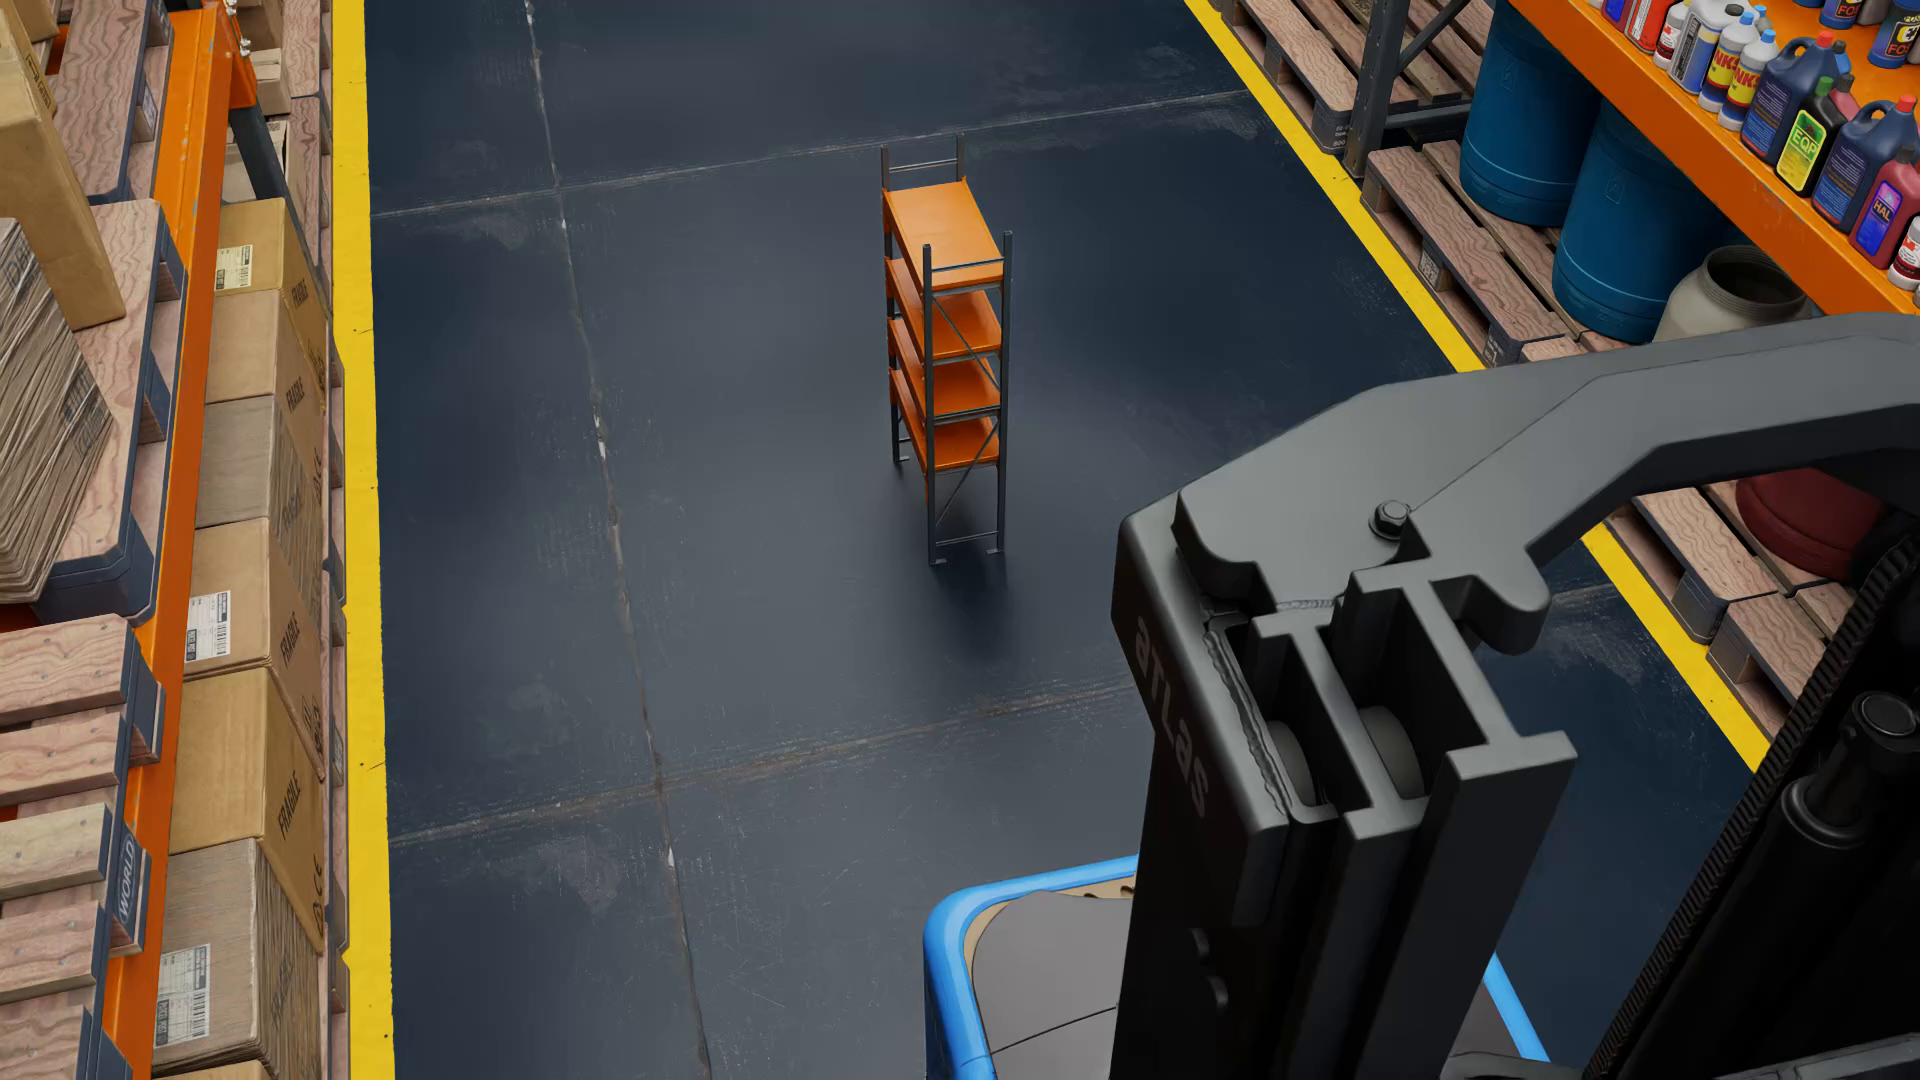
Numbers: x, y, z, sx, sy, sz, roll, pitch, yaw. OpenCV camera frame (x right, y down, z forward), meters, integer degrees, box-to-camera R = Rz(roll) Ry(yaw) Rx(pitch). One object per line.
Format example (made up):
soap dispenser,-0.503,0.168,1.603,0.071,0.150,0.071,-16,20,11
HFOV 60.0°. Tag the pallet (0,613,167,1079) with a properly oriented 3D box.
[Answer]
pallet,-1.961,0.656,2.641,1.213,0.211,1.003,-11,47,-10

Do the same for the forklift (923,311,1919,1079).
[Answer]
forklift,0.741,1.342,1.883,1.130,2.935,3.031,-9,46,-9

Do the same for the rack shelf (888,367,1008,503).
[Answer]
rack shelf,-0.042,-0.348,5.123,0.258,0.148,0.480,-11,47,-10

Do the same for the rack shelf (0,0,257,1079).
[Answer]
rack shelf,-2.232,-0.085,3.737,1.077,0.370,4.000,-11,47,-10

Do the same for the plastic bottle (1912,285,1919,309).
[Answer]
plastic bottle,2.333,-0.636,3.913,0.097,0.201,0.097,0,46,0

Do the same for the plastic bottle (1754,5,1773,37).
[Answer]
plastic bottle,2.208,-1.398,4.659,0.097,0.201,0.097,0,46,0

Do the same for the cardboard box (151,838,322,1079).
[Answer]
cardboard box,-1.699,1.038,3.575,0.500,0.500,0.500,-12,47,-12

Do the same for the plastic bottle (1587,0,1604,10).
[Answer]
plastic bottle,1.943,-1.690,4.945,0.097,0.201,0.097,0,46,0

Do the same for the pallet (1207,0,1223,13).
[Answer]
pallet,1.504,-2.989,8.032,1.003,0.211,1.213,-11,47,-10

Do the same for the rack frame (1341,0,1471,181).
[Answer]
rack frame,2.046,-2.621,5.718,1.000,3.000,0.127,-11,47,-10

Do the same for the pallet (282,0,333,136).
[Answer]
pallet,-3.234,-2.060,7.121,1.003,0.211,1.213,-11,47,-10

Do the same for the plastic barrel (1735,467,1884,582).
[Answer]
plastic barrel,2.639,-0.276,4.815,0.600,0.588,0.708,-11,47,-10

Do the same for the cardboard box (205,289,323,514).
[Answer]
cardboard box,-2.222,-0.366,4.950,0.500,0.500,0.500,-11,47,-10

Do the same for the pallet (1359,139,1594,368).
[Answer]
pallet,2.203,-1.104,6.184,1.003,0.211,1.213,-11,47,-10

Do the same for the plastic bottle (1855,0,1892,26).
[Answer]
plastic bottle,2.716,-1.671,4.874,0.152,0.276,0.135,-11,47,-10

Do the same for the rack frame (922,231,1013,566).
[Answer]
rack frame,0.020,-0.366,4.768,0.240,1.200,0.015,-11,47,-10

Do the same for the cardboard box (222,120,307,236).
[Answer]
cardboard box,-2.642,-1.260,5.959,0.500,0.311,0.500,-11,47,-10

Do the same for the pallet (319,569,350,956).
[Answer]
pallet,-2.183,0.657,4.458,1.003,0.211,1.213,-11,47,-10

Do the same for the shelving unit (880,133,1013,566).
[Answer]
shelving unit,-0.042,-0.534,4.933,0.258,1.200,0.503,-11,47,-10

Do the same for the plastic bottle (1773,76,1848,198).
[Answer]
plastic bottle,2.180,-1.028,4.239,0.061,0.283,0.133,-11,47,-10

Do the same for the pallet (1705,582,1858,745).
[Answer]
pallet,2.828,0.580,4.534,1.003,0.211,1.213,-11,47,-10

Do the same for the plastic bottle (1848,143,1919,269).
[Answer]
plastic bottle,2.261,-0.809,4.024,0.061,0.283,0.133,-11,47,-10

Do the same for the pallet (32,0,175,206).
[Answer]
pallet,-2.645,-1.079,4.341,1.003,0.211,1.213,-11,47,-10

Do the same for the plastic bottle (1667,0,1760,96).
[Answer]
plastic bottle,2.092,-1.389,4.597,0.152,0.276,0.135,-11,47,-10

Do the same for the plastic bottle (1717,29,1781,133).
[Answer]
plastic bottle,2.120,-1.235,4.450,0.097,0.271,0.097,0,46,0

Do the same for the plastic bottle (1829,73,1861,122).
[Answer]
plastic bottle,2.238,-1.039,4.250,0.061,0.283,0.133,-11,47,-10

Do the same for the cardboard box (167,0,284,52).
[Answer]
cardboard box,-3.230,-2.294,6.838,0.797,0.503,0.637,-11,47,-10

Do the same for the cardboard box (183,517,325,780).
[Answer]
cardboard box,-1.961,0.331,4.267,0.500,0.500,0.500,-12,47,-12

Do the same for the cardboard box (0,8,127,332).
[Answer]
cardboard box,-2.232,-0.691,3.463,0.700,0.500,0.500,-22,50,-20

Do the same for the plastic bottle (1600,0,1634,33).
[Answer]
plastic bottle,1.954,-1.635,4.834,0.061,0.283,0.133,-11,47,-10

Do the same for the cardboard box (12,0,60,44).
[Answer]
cardboard box,-2.839,-1.532,4.287,0.700,0.500,0.500,-26,51,-23

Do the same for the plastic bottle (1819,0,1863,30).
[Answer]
plastic bottle,2.600,-1.634,4.841,0.097,0.271,0.097,0,46,0

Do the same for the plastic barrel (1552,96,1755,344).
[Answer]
plastic barrel,2.350,-1.166,5.467,0.600,0.901,0.708,-11,47,-10

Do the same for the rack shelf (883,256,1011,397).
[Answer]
rack shelf,-0.042,-0.644,4.822,0.258,0.148,0.480,-11,47,-10
